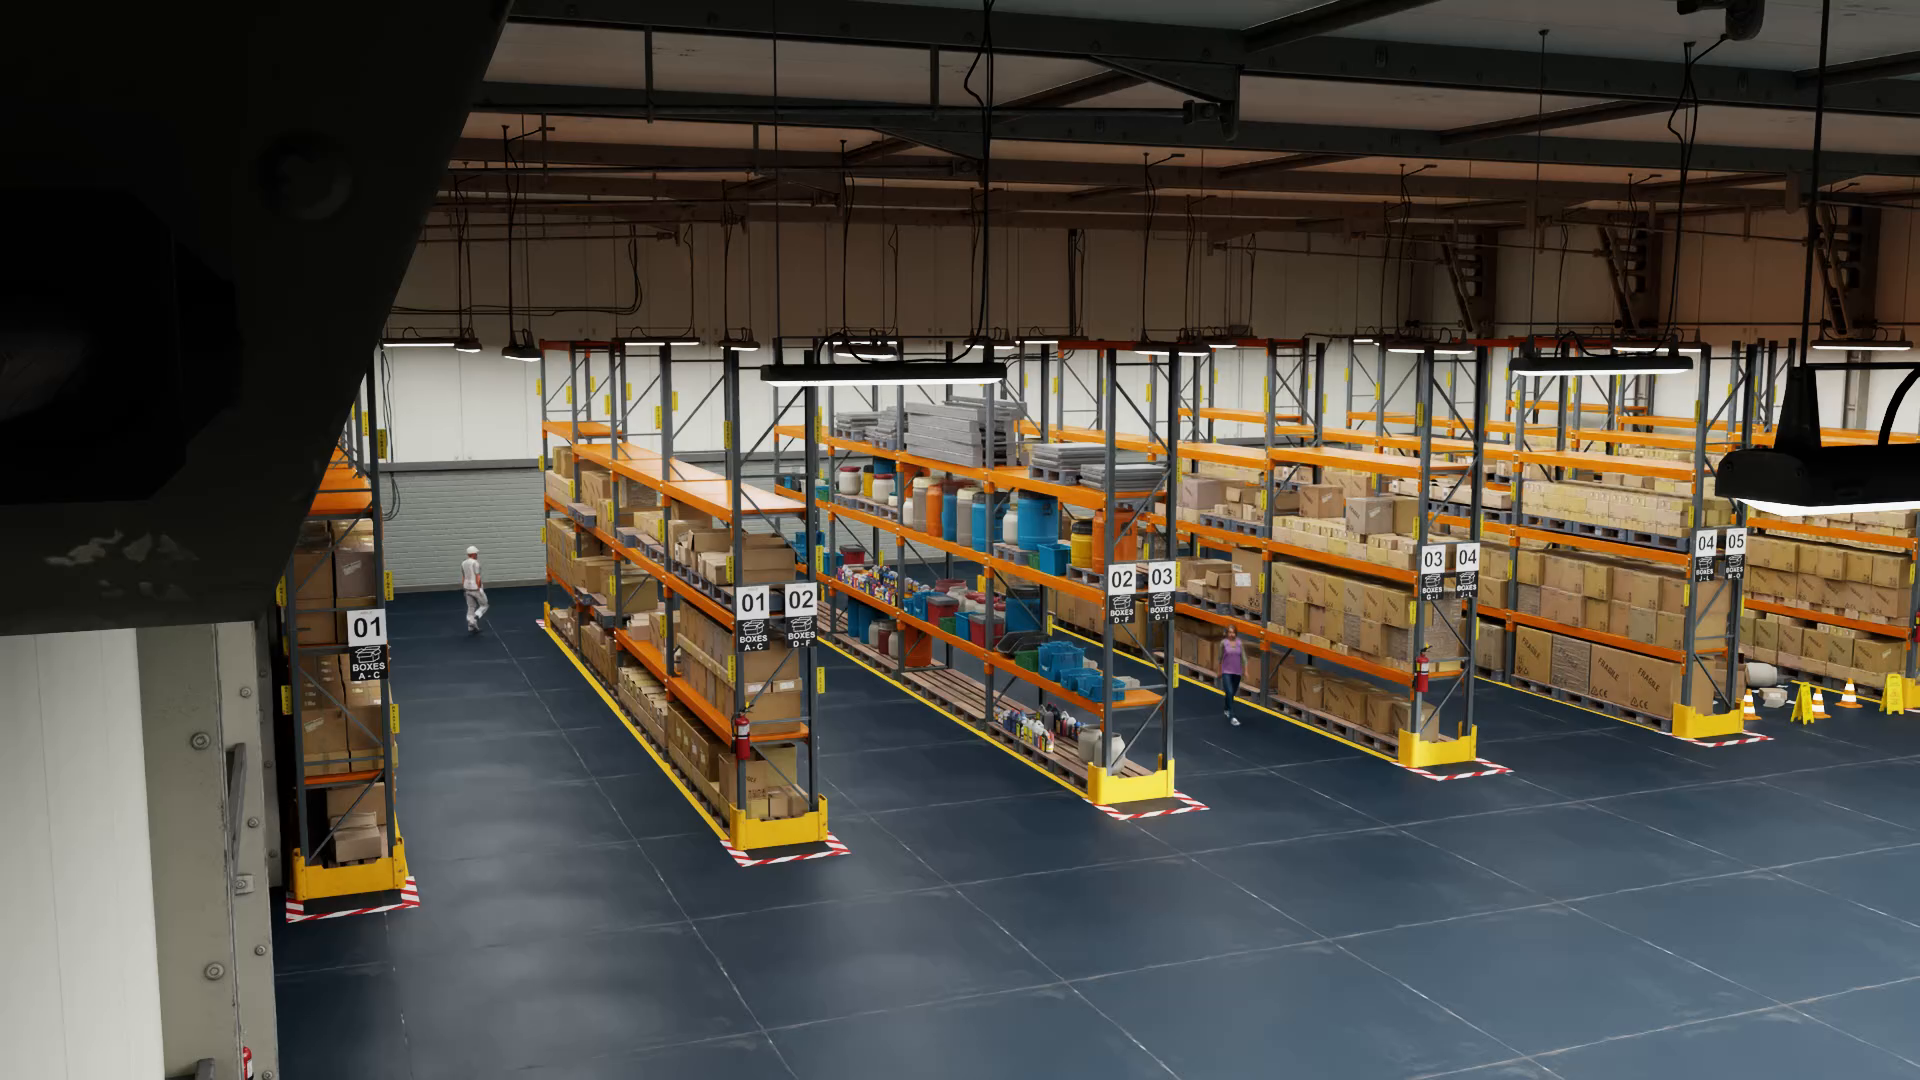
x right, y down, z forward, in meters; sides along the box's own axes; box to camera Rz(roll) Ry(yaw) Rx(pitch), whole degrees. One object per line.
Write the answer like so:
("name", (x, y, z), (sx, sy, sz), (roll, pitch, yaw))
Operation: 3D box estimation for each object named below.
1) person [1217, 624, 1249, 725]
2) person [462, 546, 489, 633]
("person", (4.344, 2.115, 26.404), (0.436, 1.551, 0.903), (-1, 8, -8))
("person", (-9.979, 1.022, 34.038), (0.589, 1.791, 0.481), (5, 9, 35))
